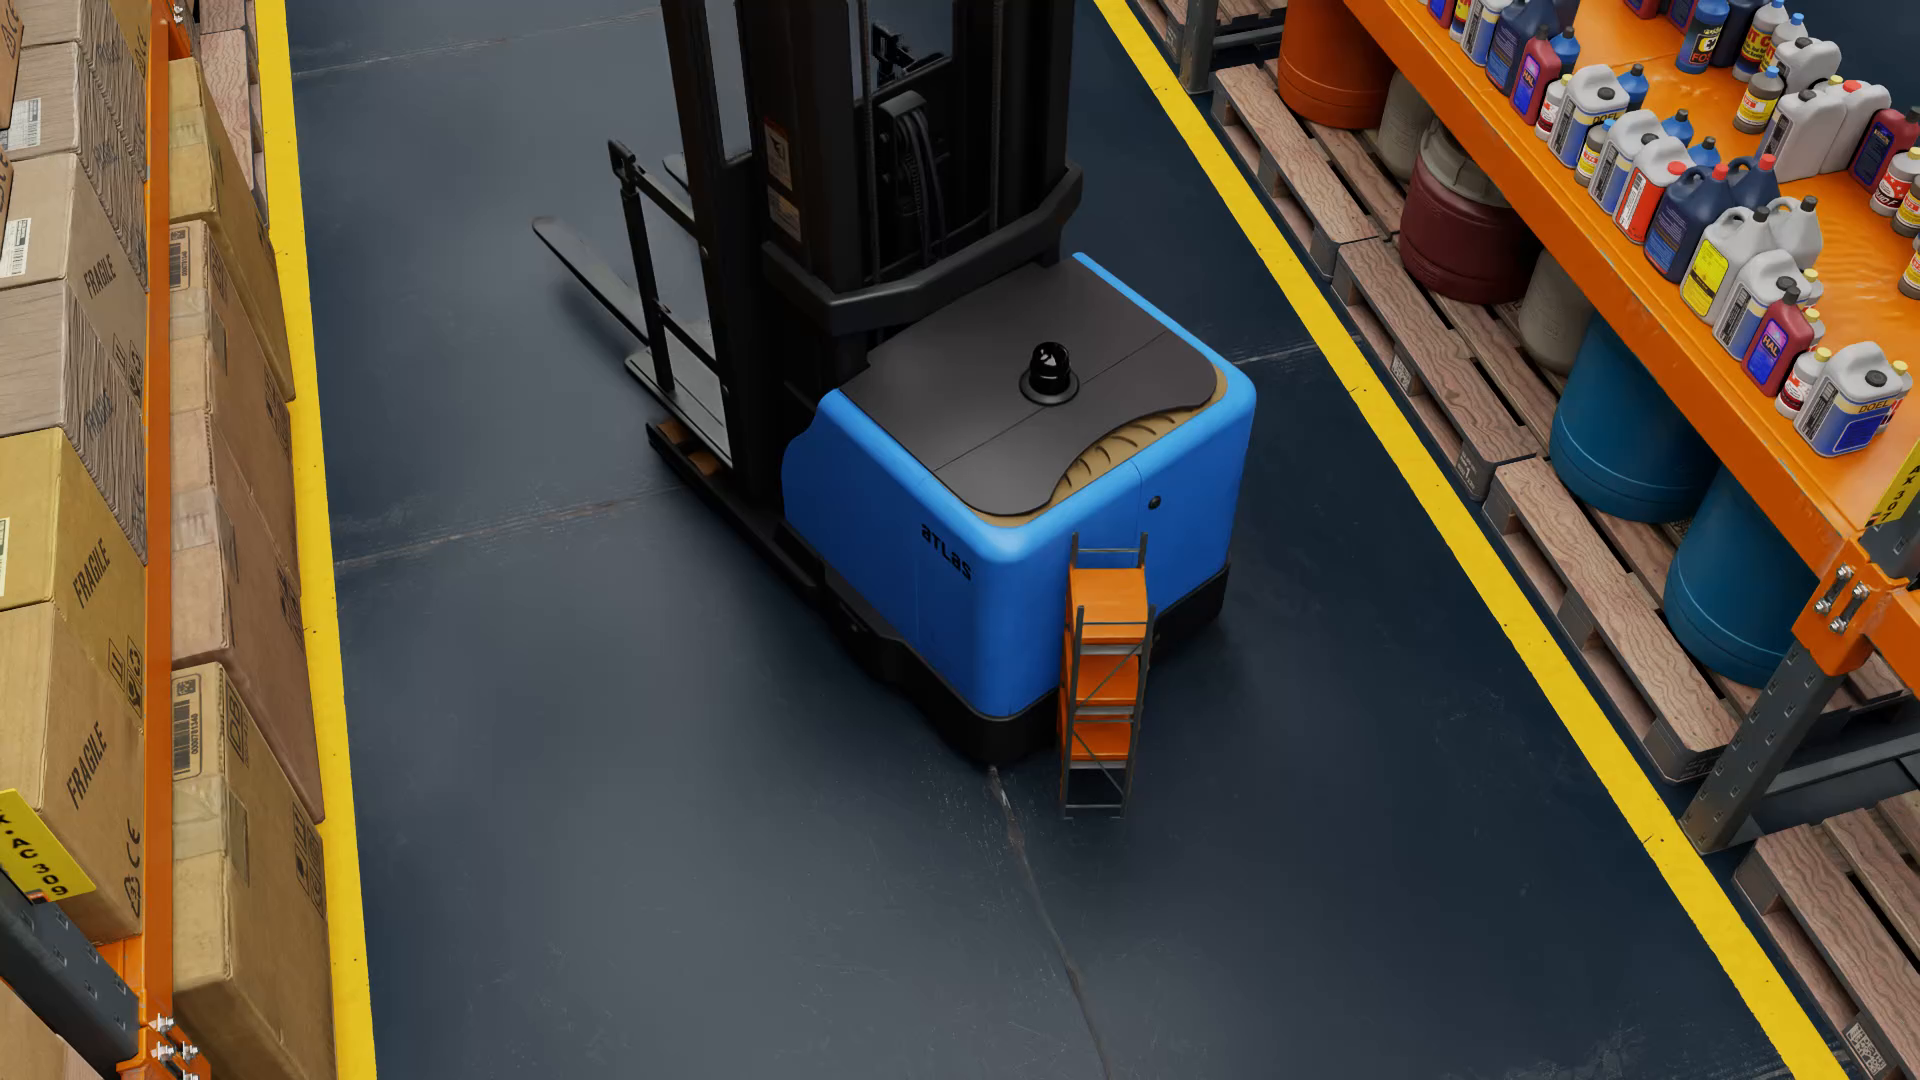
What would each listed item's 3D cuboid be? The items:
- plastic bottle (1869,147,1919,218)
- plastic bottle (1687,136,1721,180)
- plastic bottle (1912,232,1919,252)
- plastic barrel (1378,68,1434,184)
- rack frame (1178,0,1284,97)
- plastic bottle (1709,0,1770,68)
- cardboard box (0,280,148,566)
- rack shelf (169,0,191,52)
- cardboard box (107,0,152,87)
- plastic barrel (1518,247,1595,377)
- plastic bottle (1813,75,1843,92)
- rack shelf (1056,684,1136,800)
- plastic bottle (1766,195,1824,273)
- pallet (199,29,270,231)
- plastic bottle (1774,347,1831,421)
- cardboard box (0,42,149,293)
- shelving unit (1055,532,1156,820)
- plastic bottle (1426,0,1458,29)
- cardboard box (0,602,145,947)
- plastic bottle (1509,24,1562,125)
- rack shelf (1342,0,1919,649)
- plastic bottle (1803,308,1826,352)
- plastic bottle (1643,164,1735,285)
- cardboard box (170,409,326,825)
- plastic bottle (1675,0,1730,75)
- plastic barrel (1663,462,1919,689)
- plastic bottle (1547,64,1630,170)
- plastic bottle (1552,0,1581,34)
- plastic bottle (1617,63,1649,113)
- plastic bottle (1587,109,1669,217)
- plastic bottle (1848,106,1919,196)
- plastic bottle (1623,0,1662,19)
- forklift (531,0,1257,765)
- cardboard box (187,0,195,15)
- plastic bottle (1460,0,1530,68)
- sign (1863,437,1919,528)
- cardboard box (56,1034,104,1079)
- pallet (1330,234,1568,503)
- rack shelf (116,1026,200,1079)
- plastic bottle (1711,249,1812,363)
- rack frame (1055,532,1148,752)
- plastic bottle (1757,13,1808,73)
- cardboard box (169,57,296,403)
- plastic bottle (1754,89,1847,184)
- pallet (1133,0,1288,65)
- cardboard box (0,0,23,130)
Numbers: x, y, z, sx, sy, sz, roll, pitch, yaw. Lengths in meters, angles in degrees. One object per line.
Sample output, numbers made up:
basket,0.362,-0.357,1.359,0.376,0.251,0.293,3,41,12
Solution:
plastic bottle,2.715,-1.040,4.795,0.097,0.201,0.097,0,50,0
plastic bottle,2.093,-1.030,4.740,0.097,0.271,0.097,0,50,0
plastic bottle,2.772,-0.920,4.648,0.097,0.271,0.097,0,50,0
plastic barrel,1.892,-1.689,6.564,0.421,0.512,0.421,0,50,0
rack frame,1.479,-3.101,6.402,1.000,3.000,0.127,-13,51,-11
plastic bottle,2.445,-1.693,5.248,0.144,0.351,0.185,-13,51,-11
cardboard box,-2.264,-0.217,3.905,0.500,0.500,0.500,-14,51,-12
rack shelf,-3.844,-3.210,6.965,1.077,0.370,4.000,-13,51,-11
cardboard box,-2.870,-1.709,5.163,0.500,0.500,0.500,-12,51,-10
plastic barrel,2.226,-0.864,5.869,0.421,0.512,0.421,0,50,0
plastic bottle,2.607,-1.307,5.020,0.097,0.201,0.097,0,50,0
rack shelf,0.399,0.599,4.936,0.215,0.259,0.240,-1,50,0
plastic bottle,2.215,-0.793,4.489,0.144,0.351,0.185,-13,51,-11
pallet,-3.482,-1.653,7.006,1.003,0.211,1.213,-13,51,-11
plastic bottle,2.176,-0.409,4.262,0.097,0.201,0.097,0,50,0
cardboard box,-2.572,-0.965,4.536,0.500,0.500,0.500,-15,51,-12
shelving unit,0.399,0.413,4.715,0.215,1.050,0.252,-1,50,0
plastic bottle,1.596,-1.820,5.399,0.061,0.283,0.133,-13,51,-11
cardboard box,-1.967,0.516,3.288,0.500,0.500,0.500,-13,51,-11
plastic bottle,1.759,-1.418,5.060,0.061,0.283,0.133,-13,51,-11
rack shelf,2.070,-1.408,5.446,1.077,0.370,4.000,-13,51,-11
plastic bottle,2.194,-0.520,4.356,0.097,0.201,0.097,0,50,0
plastic bottle,2.023,-0.896,4.576,0.144,0.351,0.185,-13,51,-11
cardboard box,-2.543,0.375,4.587,1.225,0.875,0.875,-15,51,-12
plastic bottle,2.343,-1.608,5.228,0.097,0.271,0.097,0,50,0
plastic barrel,2.517,-0.040,4.919,0.600,0.901,0.708,-13,51,-11
plastic bottle,1.871,-1.257,4.929,0.152,0.276,0.135,-13,51,-11
plastic bottle,1.857,-1.698,5.252,0.144,0.351,0.185,-13,51,-11
plastic bottle,1.984,-1.297,4.966,0.097,0.271,0.097,0,50,0
plastic bottle,1.939,-1.088,4.786,0.152,0.276,0.135,-13,51,-11
plastic bottle,2.698,-1.155,4.838,0.061,0.283,0.133,-13,51,-11
plastic bottle,2.261,-1.862,5.434,0.061,0.283,0.133,-13,51,-11
forklift,-0.461,-1.325,4.950,1.130,2.935,3.031,-32,57,-24
cardboard box,-3.820,-2.617,7.341,0.700,0.500,0.500,-9,51,-8
plastic bottle,1.708,-1.659,5.268,0.152,0.276,0.135,-13,51,-11
sign,2.136,-0.146,3.730,0.100,0.325,0.005,-13,51,-11
cardboard box,-1.689,1.156,2.717,0.500,0.250,0.500,-14,51,-12
pallet,2.109,-0.746,6.241,1.003,0.211,1.213,-13,51,-11
rack shelf,-1.478,2.633,2.039,1.077,0.370,4.000,-13,51,-11
plastic bottle,2.128,-0.621,4.393,0.152,0.276,0.135,-13,51,-11
rack frame,0.397,0.320,4.794,0.200,1.050,0.008,-1,50,0
plastic bottle,2.538,-1.499,5.136,0.097,0.271,0.097,0,50,0
cardboard box,-3.069,-0.923,5.681,1.225,0.875,0.875,-15,52,-13
plastic bottle,2.470,-1.205,4.885,0.152,0.276,0.135,-13,51,-11
pallet,1.287,-2.777,7.953,1.003,0.211,1.213,-13,51,-11
cardboard box,-2.862,-1.322,4.181,0.797,0.503,0.637,-12,51,-10
